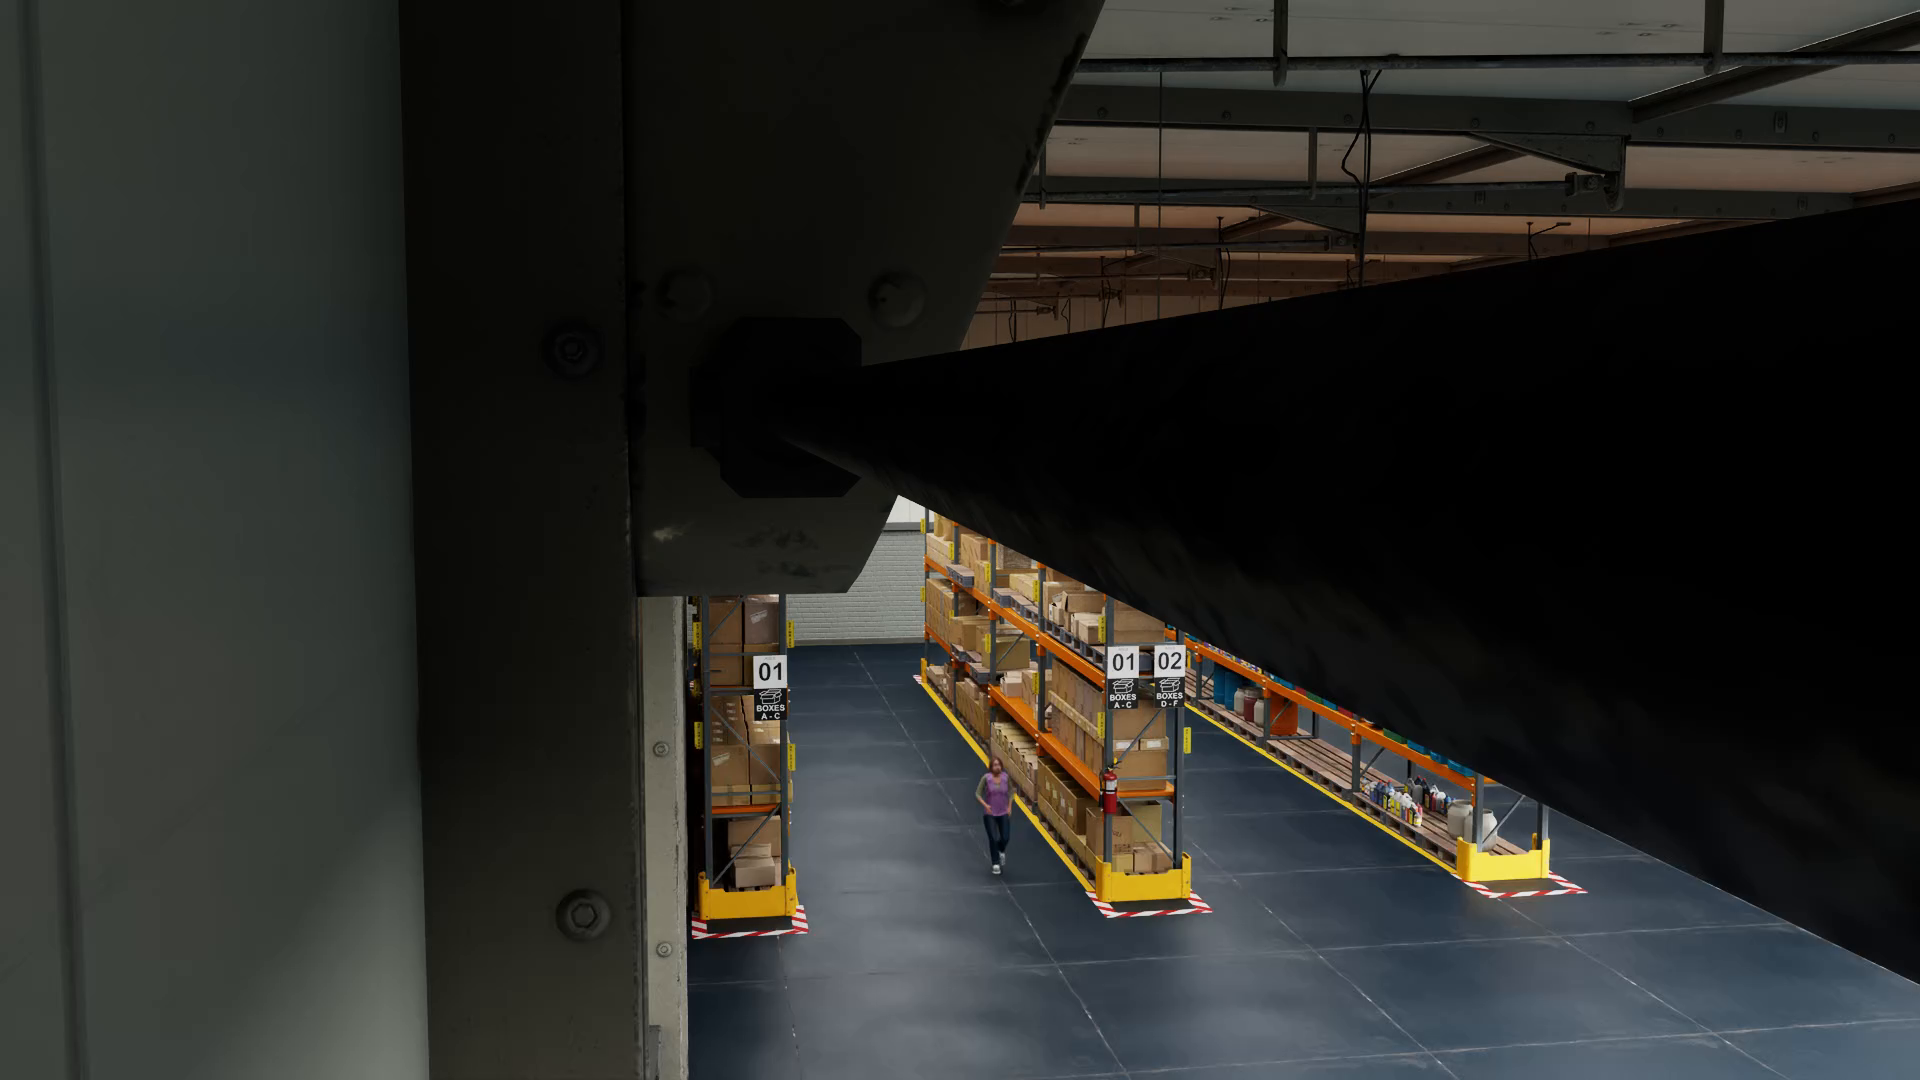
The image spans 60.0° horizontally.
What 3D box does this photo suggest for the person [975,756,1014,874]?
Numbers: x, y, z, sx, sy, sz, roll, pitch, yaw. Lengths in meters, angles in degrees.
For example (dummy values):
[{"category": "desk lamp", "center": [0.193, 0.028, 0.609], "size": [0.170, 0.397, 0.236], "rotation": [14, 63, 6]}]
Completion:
[{"category": "person", "center": [0.468, 3.624, 21.933], "size": [0.543, 1.566, 0.530], "rotation": [-1, 5, -7]}]
